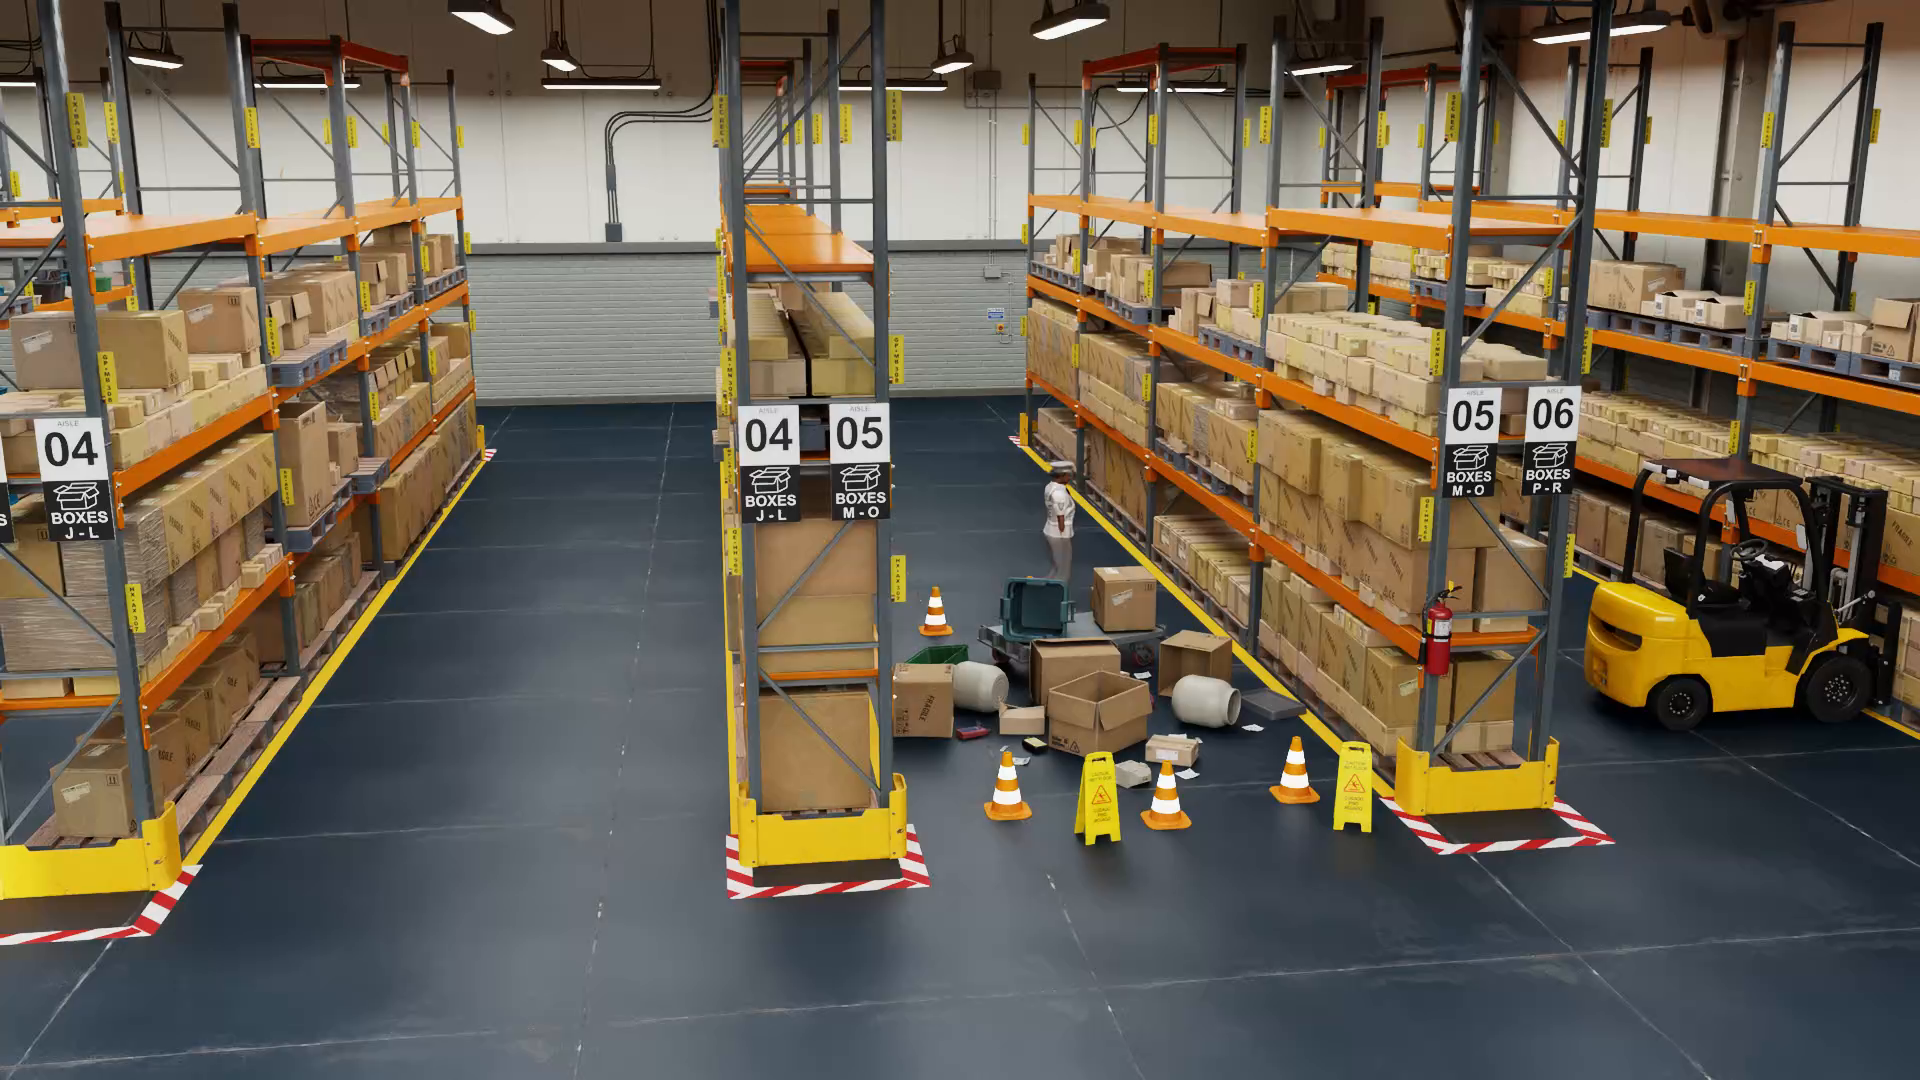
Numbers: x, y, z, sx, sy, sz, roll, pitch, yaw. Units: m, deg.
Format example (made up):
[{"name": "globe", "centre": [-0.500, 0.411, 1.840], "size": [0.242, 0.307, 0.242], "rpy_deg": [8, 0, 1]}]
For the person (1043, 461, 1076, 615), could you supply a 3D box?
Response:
[{"name": "person", "centre": [1.051, -0.011, 17.580], "size": [0.339, 1.665, 0.439], "rpy_deg": [-2, 13, -7]}]
